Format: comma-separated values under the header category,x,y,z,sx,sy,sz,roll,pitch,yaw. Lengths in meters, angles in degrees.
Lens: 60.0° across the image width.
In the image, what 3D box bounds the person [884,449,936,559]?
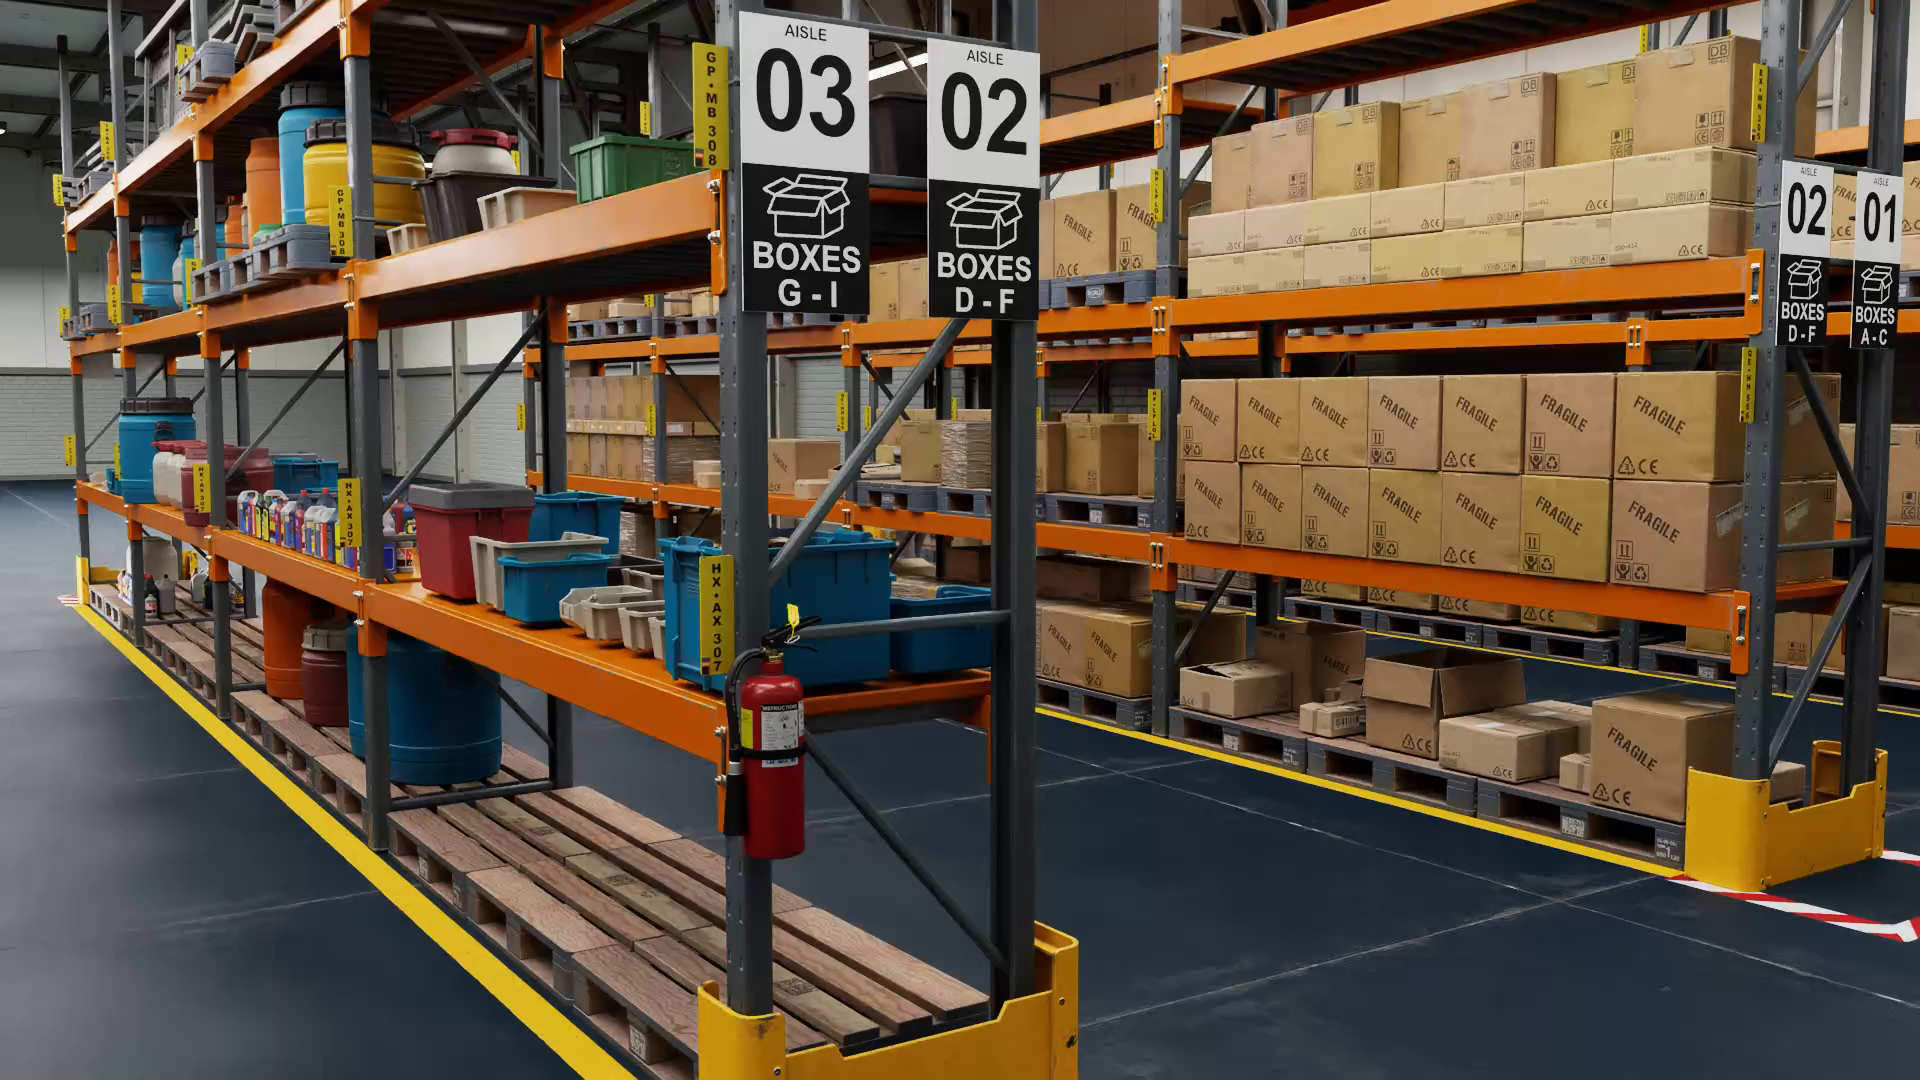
category,x,y,z,sx,sy,sz,roll,pitch,yaw
person,-0.524,-0.075,17.036,0.508,1.714,0.578,-3,6,-31
